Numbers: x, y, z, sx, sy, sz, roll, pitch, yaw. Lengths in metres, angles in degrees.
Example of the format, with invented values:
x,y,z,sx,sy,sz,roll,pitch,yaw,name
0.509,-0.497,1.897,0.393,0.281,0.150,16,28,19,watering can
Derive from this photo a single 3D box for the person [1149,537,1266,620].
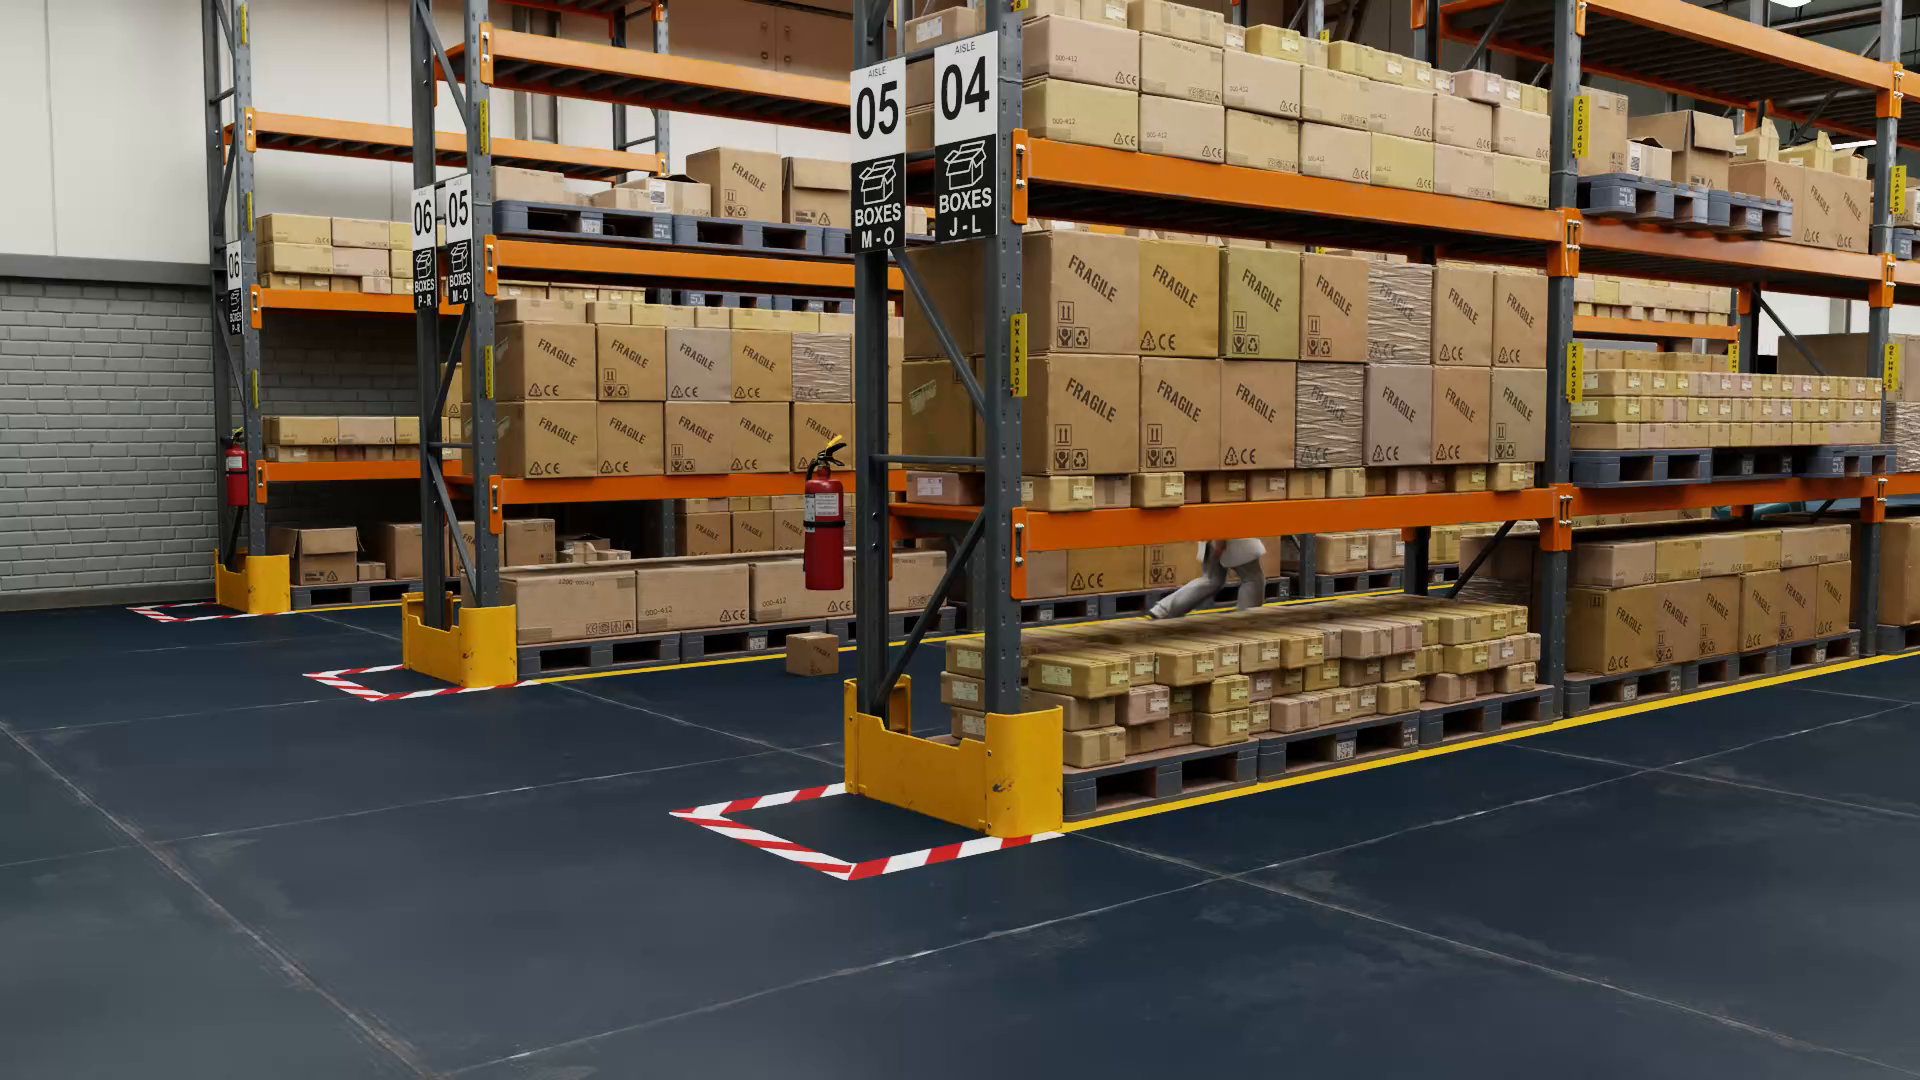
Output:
x,y,z,sx,sy,sz,roll,pitch,yaw,name
1.829,-0.075,11.860,0.958,1.739,0.559,-1,4,-14,person
